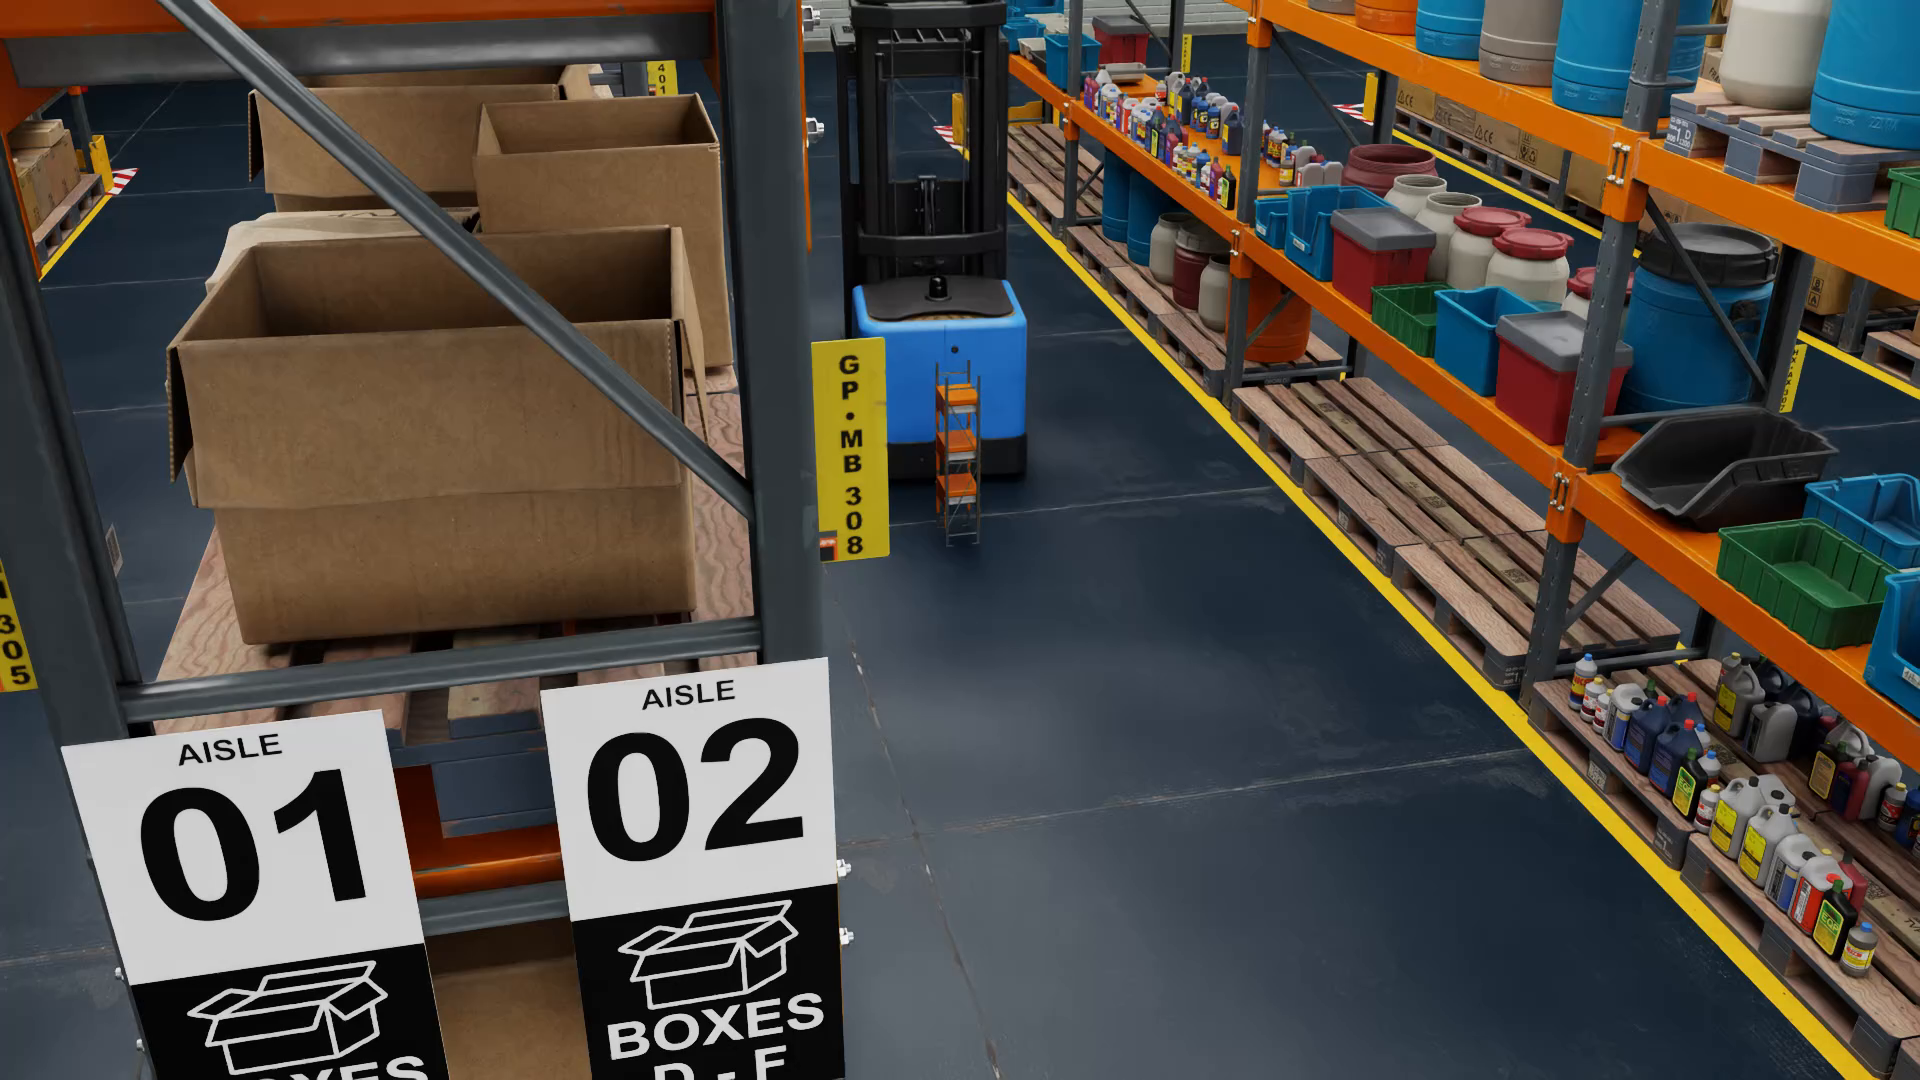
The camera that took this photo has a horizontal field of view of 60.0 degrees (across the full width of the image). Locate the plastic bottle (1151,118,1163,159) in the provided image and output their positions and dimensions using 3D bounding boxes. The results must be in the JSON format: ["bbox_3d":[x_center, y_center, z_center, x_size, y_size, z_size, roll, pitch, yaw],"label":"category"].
[{"bbox_3d":[1.497,-3.037,12.568,0.061,0.283,0.133,-6,27,-12],"label":"plastic bottle"}]

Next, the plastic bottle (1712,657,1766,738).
[{"bbox_3d":[3.520,0.697,7.493,0.144,0.351,0.185,-6,27,-12],"label":"plastic bottle"}]

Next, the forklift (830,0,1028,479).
[{"bbox_3d":[-0.264,-2.318,11.090,1.130,2.935,3.031,-3,27,-6],"label":"forklift"}]

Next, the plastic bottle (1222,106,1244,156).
[{"bbox_3d":[2.088,-3.119,12.656,0.144,0.351,0.185,-6,27,-12],"label":"plastic bottle"}]

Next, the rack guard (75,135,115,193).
[{"bbox_3d":[-9.127,-3.714,16.554,1.175,0.500,0.348,-6,27,-12],"label":"rack guard"}]

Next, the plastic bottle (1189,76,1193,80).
[{"bbox_3d":[1.932,-3.781,14.041,0.061,0.283,0.133,-6,27,-12],"label":"plastic bottle"}]

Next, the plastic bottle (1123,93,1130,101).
[{"bbox_3d":[1.365,-3.599,13.773,0.097,0.201,0.097,0,27,0],"label":"plastic bottle"}]

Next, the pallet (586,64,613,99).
[{"bbox_3d":[-1.804,-1.696,6.664,0.805,0.209,1.217,-7,28,-14],"label":"pallet"}]

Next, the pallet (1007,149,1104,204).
[{"bbox_3d":[0.950,-3.680,16.807,1.003,0.211,1.213,-6,27,-12],"label":"pallet"}]

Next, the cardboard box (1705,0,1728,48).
[{"bbox_3d":[6.553,-4.483,14.079,0.797,0.503,0.637,-6,27,-11],"label":"cardboard box"}]

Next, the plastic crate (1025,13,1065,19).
[{"bbox_3d":[0.890,-5.395,17.336,0.396,0.136,0.243,-6,27,-12],"label":"plastic crate"}]

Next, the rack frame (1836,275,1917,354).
[{"bbox_3d":[7.159,-2.817,12.002,1.000,3.000,0.127,-6,27,-12],"label":"rack frame"}]

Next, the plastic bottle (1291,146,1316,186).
[{"bbox_3d":[2.446,-2.684,11.877,0.152,0.276,0.135,-6,27,-12],"label":"plastic bottle"}]

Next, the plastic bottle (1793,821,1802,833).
[{"bbox_3d":[3.300,1.211,6.639,0.097,0.201,0.097,0,27,0],"label":"plastic bottle"}]

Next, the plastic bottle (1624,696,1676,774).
[{"bbox_3d":[3.012,0.825,7.238,0.144,0.351,0.185,-5,27,-10],"label":"plastic bottle"}]

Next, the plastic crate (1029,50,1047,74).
[{"bbox_3d":[0.918,-4.438,15.452,0.437,0.125,0.590,-6,27,-12],"label":"plastic crate"}]

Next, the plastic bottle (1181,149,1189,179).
[{"bbox_3d":[1.656,-2.727,12.044,0.097,0.201,0.097,0,27,0],"label":"plastic bottle"}]

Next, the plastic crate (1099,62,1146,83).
[{"bbox_3d":[1.466,-4.198,14.964,0.396,0.136,0.243,-6,27,-12],"label":"plastic crate"}]

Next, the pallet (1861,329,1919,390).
[{"bbox_3d":[7.333,-1.229,11.950,1.003,0.211,1.213,-6,27,-12],"label":"pallet"}]

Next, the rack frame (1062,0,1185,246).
[{"bbox_3d":[1.432,-4.070,14.484,1.000,3.000,0.127,-6,27,-12],"label":"rack frame"}]

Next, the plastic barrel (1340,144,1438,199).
[{"bbox_3d":[2.733,-2.201,10.632,0.600,0.536,0.708,-6,27,-12],"label":"plastic barrel"}]

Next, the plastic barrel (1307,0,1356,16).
[{"bbox_3d":[2.307,-3.494,9.458,0.600,0.901,0.600,0,27,0],"label":"plastic barrel"}]

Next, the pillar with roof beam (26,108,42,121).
[{"bbox_3d":[-6.379,-9.033,17.659,9.100,9.000,0.400,-6,27,-12],"label":"pillar with roof beam"}]

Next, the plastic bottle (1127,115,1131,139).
[{"bbox_3d":[1.373,-3.279,13.138,0.097,0.201,0.097,0,27,0],"label":"plastic bottle"}]

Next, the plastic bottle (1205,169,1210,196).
[{"bbox_3d":[1.766,-2.513,11.621,0.097,0.201,0.097,0,27,0],"label":"plastic bottle"}]

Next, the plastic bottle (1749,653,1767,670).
[{"bbox_3d":[3.664,0.636,7.687,0.061,0.283,0.133,-5,27,-9],"label":"plastic bottle"}]

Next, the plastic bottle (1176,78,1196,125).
[{"bbox_3d":[1.859,-3.582,13.572,0.144,0.351,0.185,-6,27,-12],"label":"plastic bottle"}]

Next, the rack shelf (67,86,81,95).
[{"bbox_3d":[-8.671,-3.621,14.393,1.077,0.370,4.000,-6,27,-12],"label":"rack shelf"}]

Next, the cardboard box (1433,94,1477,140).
[{"bbox_3d":[5.783,-4.895,18.012,0.875,0.875,0.875,-6,27,-12],"label":"cardboard box"}]

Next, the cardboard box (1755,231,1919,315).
[{"bbox_3d":[7.023,-2.361,12.990,1.225,0.875,0.875,-7,28,-14],"label":"cardboard box"}]

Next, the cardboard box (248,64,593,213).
[{"bbox_3d":[-1.344,-0.956,4.250,0.797,0.503,0.637,-3,27,-6],"label":"cardboard box"}]

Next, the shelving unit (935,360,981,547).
[{"bbox_3d":[-0.012,-0.492,9.560,0.215,1.050,0.252,-6,27,-12],"label":"shelving unit"}]

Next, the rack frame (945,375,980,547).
[{"bbox_3d":[0.015,-0.439,9.454,0.200,1.050,0.008,-6,27,-12],"label":"rack frame"}]

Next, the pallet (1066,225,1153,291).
[{"bbox_3d":[1.565,-2.482,14.433,1.003,0.211,1.213,-6,27,-12],"label":"pallet"}]

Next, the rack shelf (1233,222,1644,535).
[{"bbox_3d":[2.784,-1.115,9.428,1.077,0.370,4.000,-6,27,-12],"label":"rack shelf"}]

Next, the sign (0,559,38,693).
[{"bbox_3d":[-1.223,0.050,2.099,0.100,0.325,0.005,-6,27,-12],"label":"sign"}]

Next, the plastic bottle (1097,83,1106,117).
[{"bbox_3d":[1.194,-3.658,13.811,0.097,0.271,0.097,0,27,0],"label":"plastic bottle"}]

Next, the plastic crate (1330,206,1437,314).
[{"bbox_3d":[2.399,-1.602,9.524,0.402,0.464,0.583,-6,27,-12],"label":"plastic crate"}]

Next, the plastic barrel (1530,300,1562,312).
[{"bbox_3d":[3.086,-1.093,8.739,0.301,0.262,0.301,0,27,0],"label":"plastic barrel"}]

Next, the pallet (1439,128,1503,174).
[{"bbox_3d":[5.884,-4.206,17.849,1.003,0.211,1.213,-6,27,-12],"label":"pallet"}]

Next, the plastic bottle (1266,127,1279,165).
[{"bbox_3d":[2.343,-2.938,12.386,0.097,0.271,0.097,0,27,0],"label":"plastic bottle"}]

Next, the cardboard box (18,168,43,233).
[{"bbox_3d":[-8.513,-2.920,14.515,0.700,0.500,0.500,-5,27,-10],"label":"cardboard box"}]

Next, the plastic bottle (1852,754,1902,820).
[{"bbox_3d":[3.809,1.013,6.948,0.152,0.276,0.135,-5,27,-11],"label":"plastic bottle"}]

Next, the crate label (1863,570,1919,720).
[{"bbox_3d":[3.458,0.402,5.585,0.502,0.435,0.616,-6,27,-12],"label":"crate label"}]

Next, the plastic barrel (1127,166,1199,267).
[{"bbox_3d":[1.697,-2.769,13.770,0.600,0.901,0.708,-6,27,-12],"label":"plastic barrel"}]

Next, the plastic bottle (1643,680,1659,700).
[{"bbox_3d":[3.082,0.771,7.420,0.061,0.283,0.133,-6,27,-12],"label":"plastic bottle"}]

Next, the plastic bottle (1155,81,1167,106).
[{"bbox_3d":[1.718,-3.820,14.210,0.097,0.201,0.097,0,27,0],"label":"plastic bottle"}]

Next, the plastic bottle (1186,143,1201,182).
[{"bbox_3d":[1.678,-2.715,11.943,0.097,0.271,0.097,0,27,0],"label":"plastic bottle"}]

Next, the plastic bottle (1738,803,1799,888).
[{"bbox_3d":[3.192,1.176,6.543,0.144,0.351,0.185,-5,27,-9],"label":"plastic bottle"}]

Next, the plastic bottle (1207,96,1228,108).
[{"bbox_3d":[2.062,-3.433,13.361,0.152,0.276,0.135,-6,27,-12],"label":"plastic bottle"}]
